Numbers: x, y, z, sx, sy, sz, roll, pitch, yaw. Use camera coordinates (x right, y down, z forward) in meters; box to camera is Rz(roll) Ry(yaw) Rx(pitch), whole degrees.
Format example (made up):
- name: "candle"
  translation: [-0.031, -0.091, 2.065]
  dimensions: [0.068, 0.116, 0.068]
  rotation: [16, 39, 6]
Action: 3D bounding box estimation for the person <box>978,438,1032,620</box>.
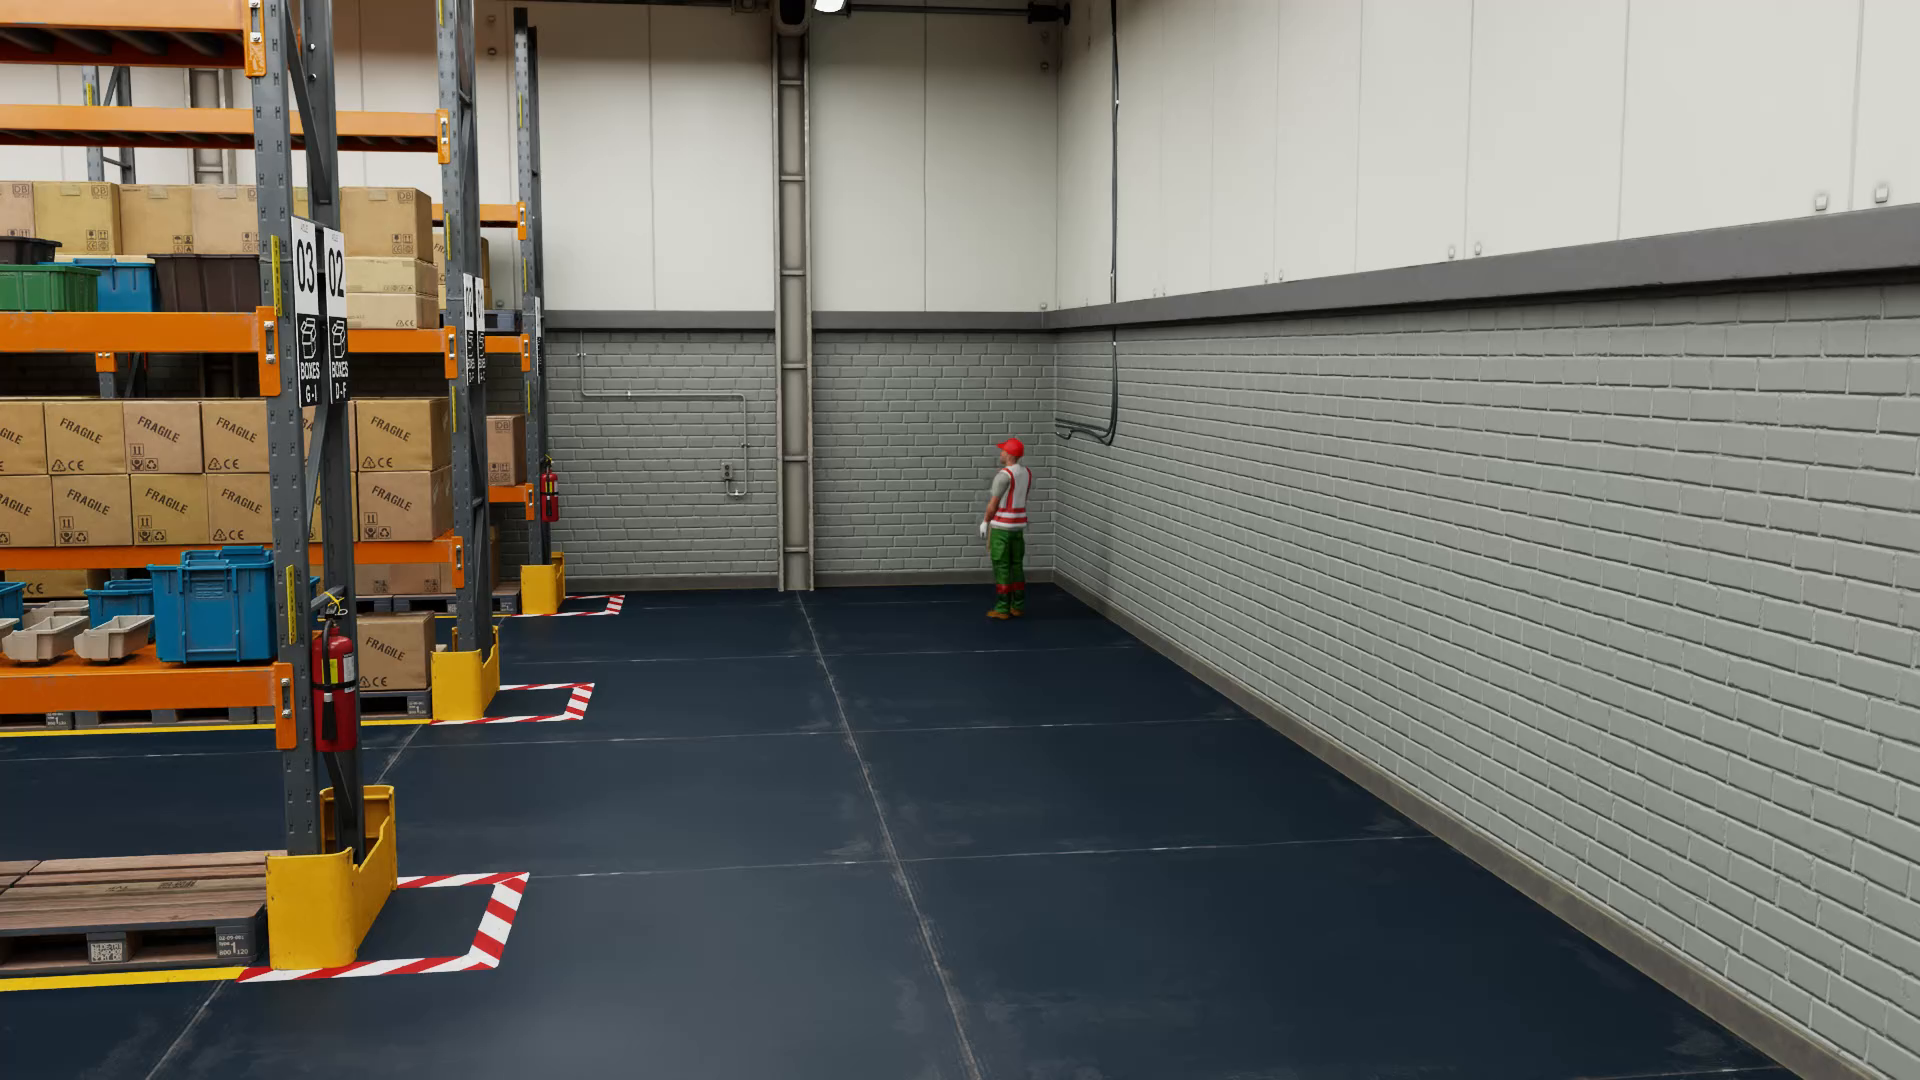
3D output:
- name: "person"
  translation: [0.450, -0.122, 16.552]
  dimensions: [0.462, 1.794, 0.591]
  rotation: [5, 8, 40]
